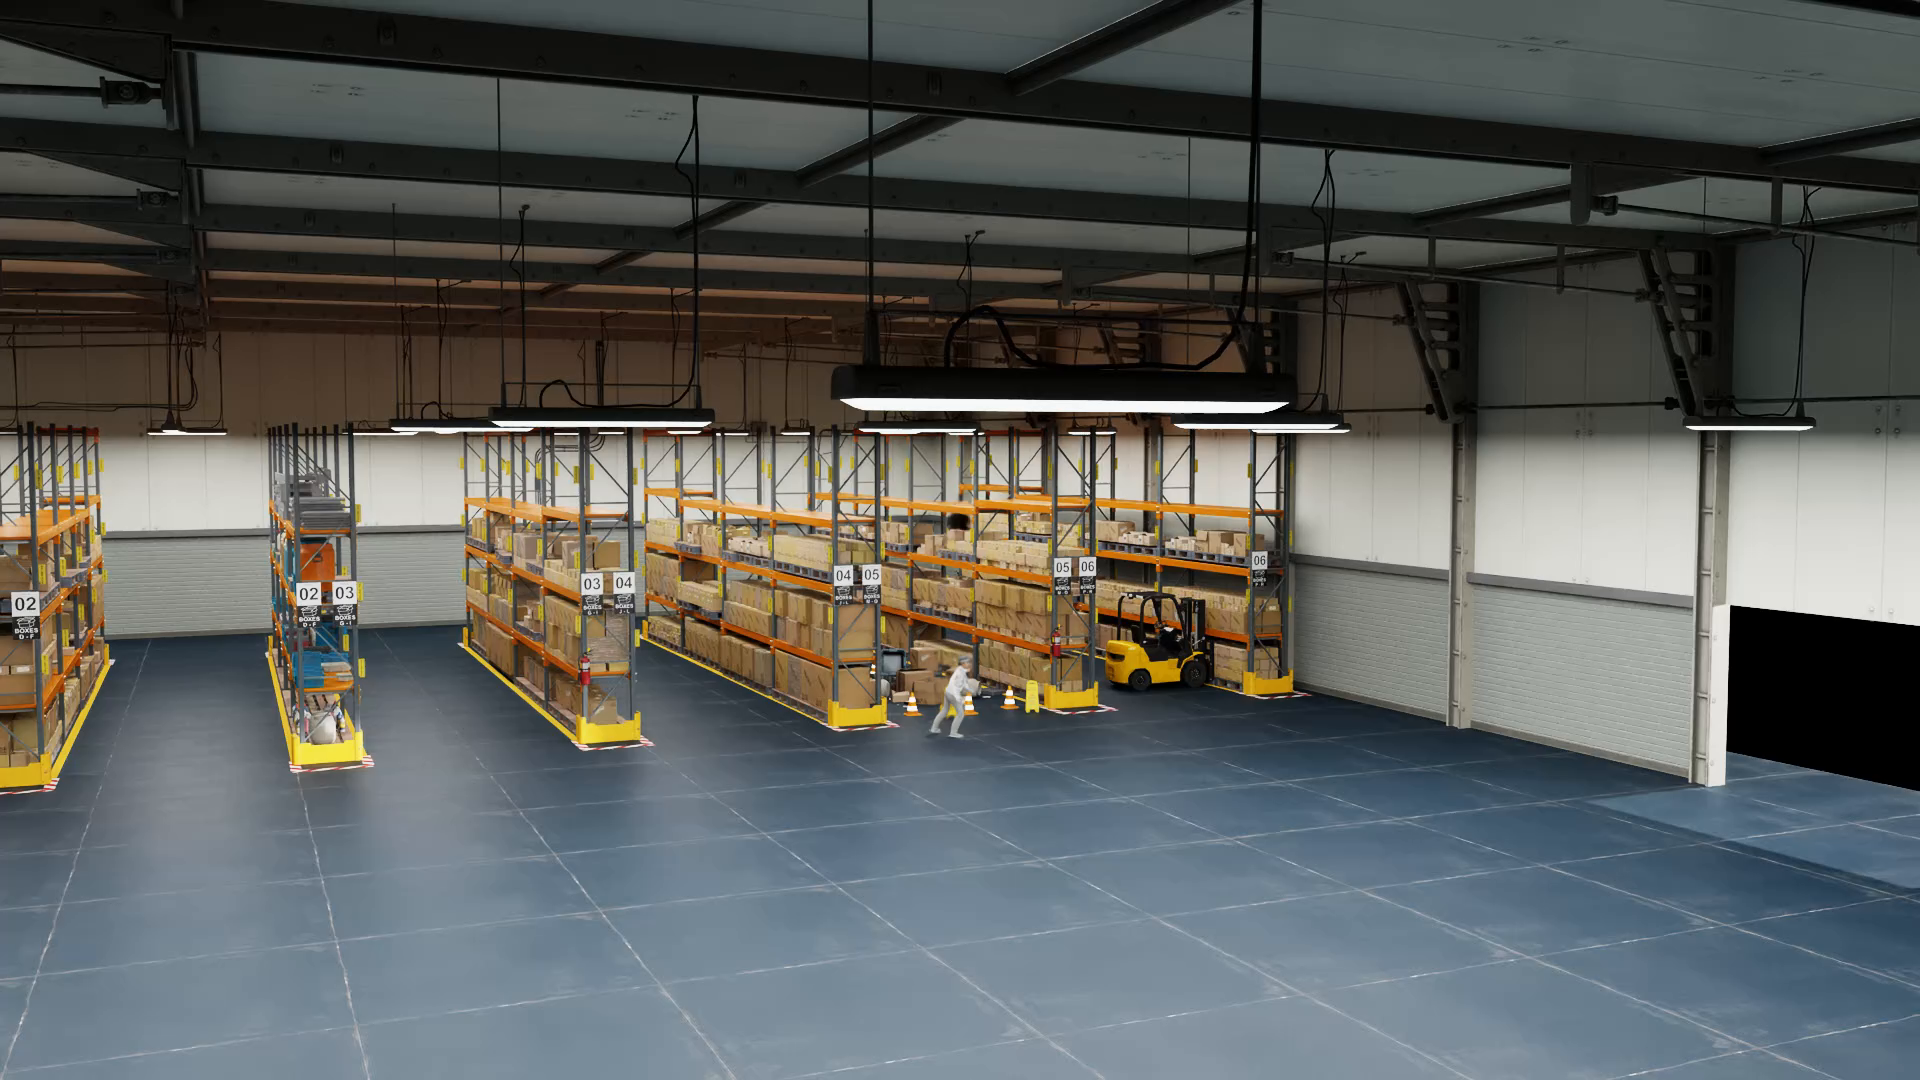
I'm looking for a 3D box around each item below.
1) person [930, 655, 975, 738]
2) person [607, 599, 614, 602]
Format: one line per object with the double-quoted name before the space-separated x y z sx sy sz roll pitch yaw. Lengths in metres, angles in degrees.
"person" -0.138 2.986 31.879 0.850 1.604 0.645 0 3 -4
"person" -9.975 2.020 47.532 0.687 1.607 0.738 0 3 -3
